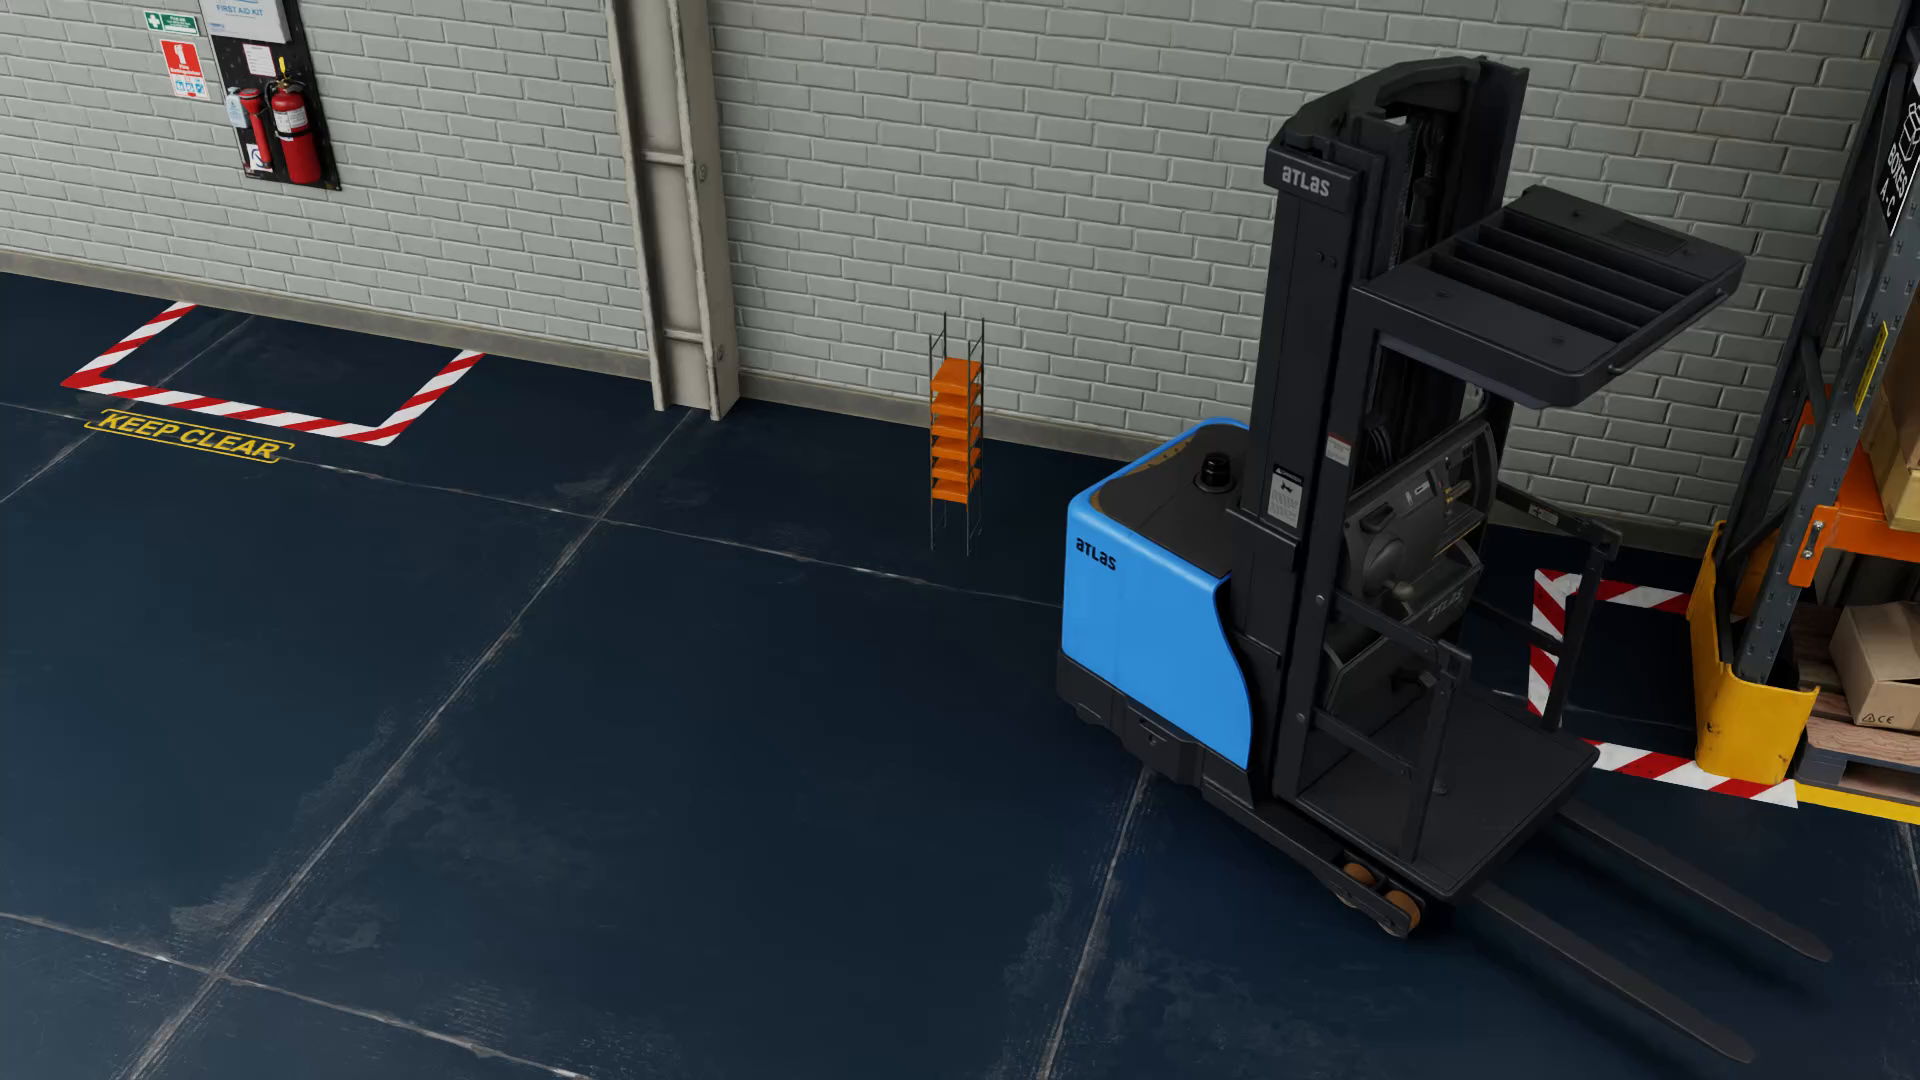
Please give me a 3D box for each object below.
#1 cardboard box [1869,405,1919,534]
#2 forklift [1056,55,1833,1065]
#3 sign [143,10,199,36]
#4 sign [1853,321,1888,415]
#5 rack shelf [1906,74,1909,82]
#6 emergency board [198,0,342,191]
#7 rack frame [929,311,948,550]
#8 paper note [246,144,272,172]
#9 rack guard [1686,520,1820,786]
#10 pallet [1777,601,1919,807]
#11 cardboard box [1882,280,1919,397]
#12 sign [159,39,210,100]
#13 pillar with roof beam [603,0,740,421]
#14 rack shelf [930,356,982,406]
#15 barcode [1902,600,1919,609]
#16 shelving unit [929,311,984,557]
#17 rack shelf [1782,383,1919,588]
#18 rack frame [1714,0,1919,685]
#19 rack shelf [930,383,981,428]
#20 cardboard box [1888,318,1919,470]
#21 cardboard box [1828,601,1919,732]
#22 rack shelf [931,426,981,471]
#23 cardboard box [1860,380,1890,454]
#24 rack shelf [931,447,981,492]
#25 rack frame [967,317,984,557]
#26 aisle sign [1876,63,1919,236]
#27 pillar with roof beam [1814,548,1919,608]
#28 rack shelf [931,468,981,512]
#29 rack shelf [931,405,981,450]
[{"bbox_3d":[3.709,-0.240,6.155,0.500,0.250,0.500,9,37,13],"label":"cardboard box"},{"bbox_3d":[1.801,-0.046,5.839,1.130,2.935,3.031,-30,46,-34],"label":"forklift"},{"bbox_3d":[-4.305,-2.821,9.075,0.331,0.109,0.001,10,38,14],"label":"sign"},{"bbox_3d":[3.177,-0.600,5.804,0.005,0.325,0.100,10,38,14],"label":"sign"},{"bbox_3d":[5.247,-1.123,5.321,4.000,0.370,1.077,10,38,14],"label":"rack shelf"},{"bbox_3d":[-3.810,-2.443,9.038,0.643,1.169,0.194,10,38,14],"label":"emergency board"},{"bbox_3d":[-0.101,-0.502,7.920,0.006,1.200,0.240,10,38,14],"label":"rack frame"},{"bbox_3d":[-3.958,-2.158,9.395,0.142,0.148,0.016,10,38,14],"label":"paper note"},{"bbox_3d":[3.411,0.462,7.200,0.348,0.500,1.175,10,38,14],"label":"rack guard"},{"bbox_3d":[4.176,0.742,7.064,1.213,0.211,1.003,10,38,14],"label":"pallet"},{"bbox_3d":[3.852,-0.845,6.344,0.500,0.500,0.500,10,38,13],"label":"cardboard box"},{"bbox_3d":[-4.307,-2.613,9.240,0.234,0.329,0.001,10,38,14],"label":"sign"},{"bbox_3d":[-2.746,-1.965,3.328,0.400,9.000,9.100,10,38,14],"label":"pillar with roof beam"},{"bbox_3d":[-0.014,-0.740,7.711,0.180,0.103,0.258,10,38,14],"label":"rack shelf"},{"bbox_3d":[4.108,0.294,7.209,0.075,0.075,0.001,10,38,14],"label":"barcode"},{"bbox_3d":[-0.014,-0.486,7.898,0.189,1.200,0.258,10,38,14],"label":"shelving unit"},{"bbox_3d":[5.247,0.085,6.211,4.000,0.370,1.077,10,38,14],"label":"rack shelf"},{"bbox_3d":[3.338,-0.558,6.478,0.127,3.000,1.000,10,38,14],"label":"rack frame"},{"bbox_3d":[-0.014,-0.643,7.782,0.180,0.103,0.258,10,38,14],"label":"rack shelf"},{"bbox_3d":[3.704,-0.553,5.948,0.500,0.500,0.500,11,38,14],"label":"cardboard box"},{"bbox_3d":[3.972,0.521,6.909,0.500,0.311,0.500,6,37,9],"label":"cardboard box"},{"bbox_3d":[-0.014,-0.450,7.924,0.180,0.103,0.258,10,38,14],"label":"rack shelf"},{"bbox_3d":[3.842,-0.533,6.553,0.500,0.250,0.500,11,38,15],"label":"cardboard box"},{"bbox_3d":[-0.014,-0.353,7.995,0.180,0.103,0.258,10,38,14],"label":"rack shelf"},{"bbox_3d":[0.074,-0.470,7.876,0.006,1.200,0.240,10,38,14],"label":"rack frame"},{"bbox_3d":[3.180,-1.448,5.494,0.004,0.787,0.394,10,38,14],"label":"aisle sign"},{"bbox_3d":[2.981,-0.904,1.887,0.400,9.000,9.100,10,38,14],"label":"pillar with roof beam"},{"bbox_3d":[-0.014,-0.257,8.066,0.180,0.103,0.258,10,38,14],"label":"rack shelf"},{"bbox_3d":[-0.014,-0.547,7.853,0.180,0.103,0.258,10,38,14],"label":"rack shelf"}]
